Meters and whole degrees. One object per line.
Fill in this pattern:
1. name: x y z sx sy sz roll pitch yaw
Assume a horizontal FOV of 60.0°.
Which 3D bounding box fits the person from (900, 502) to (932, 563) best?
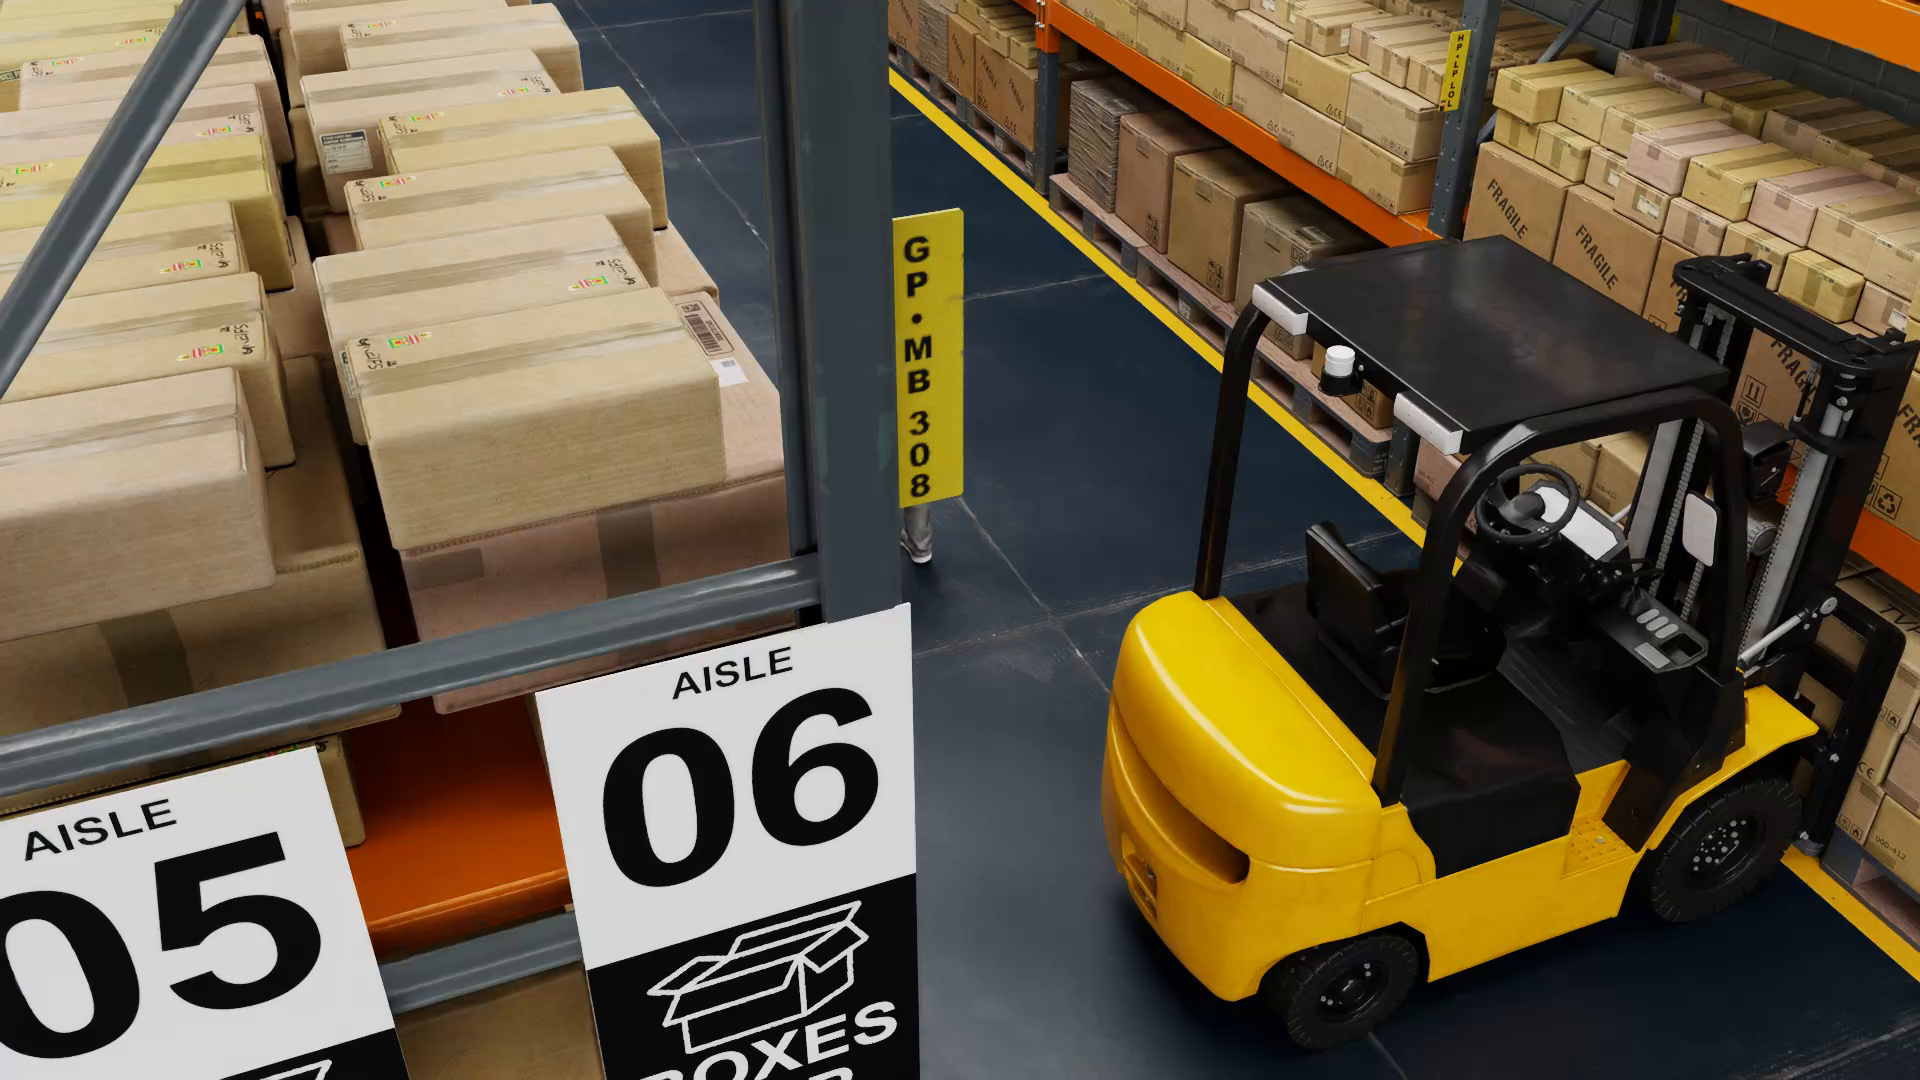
1. person: -0.328 -0.613 7.072 0.405 1.583 0.497 -13 36 -18
